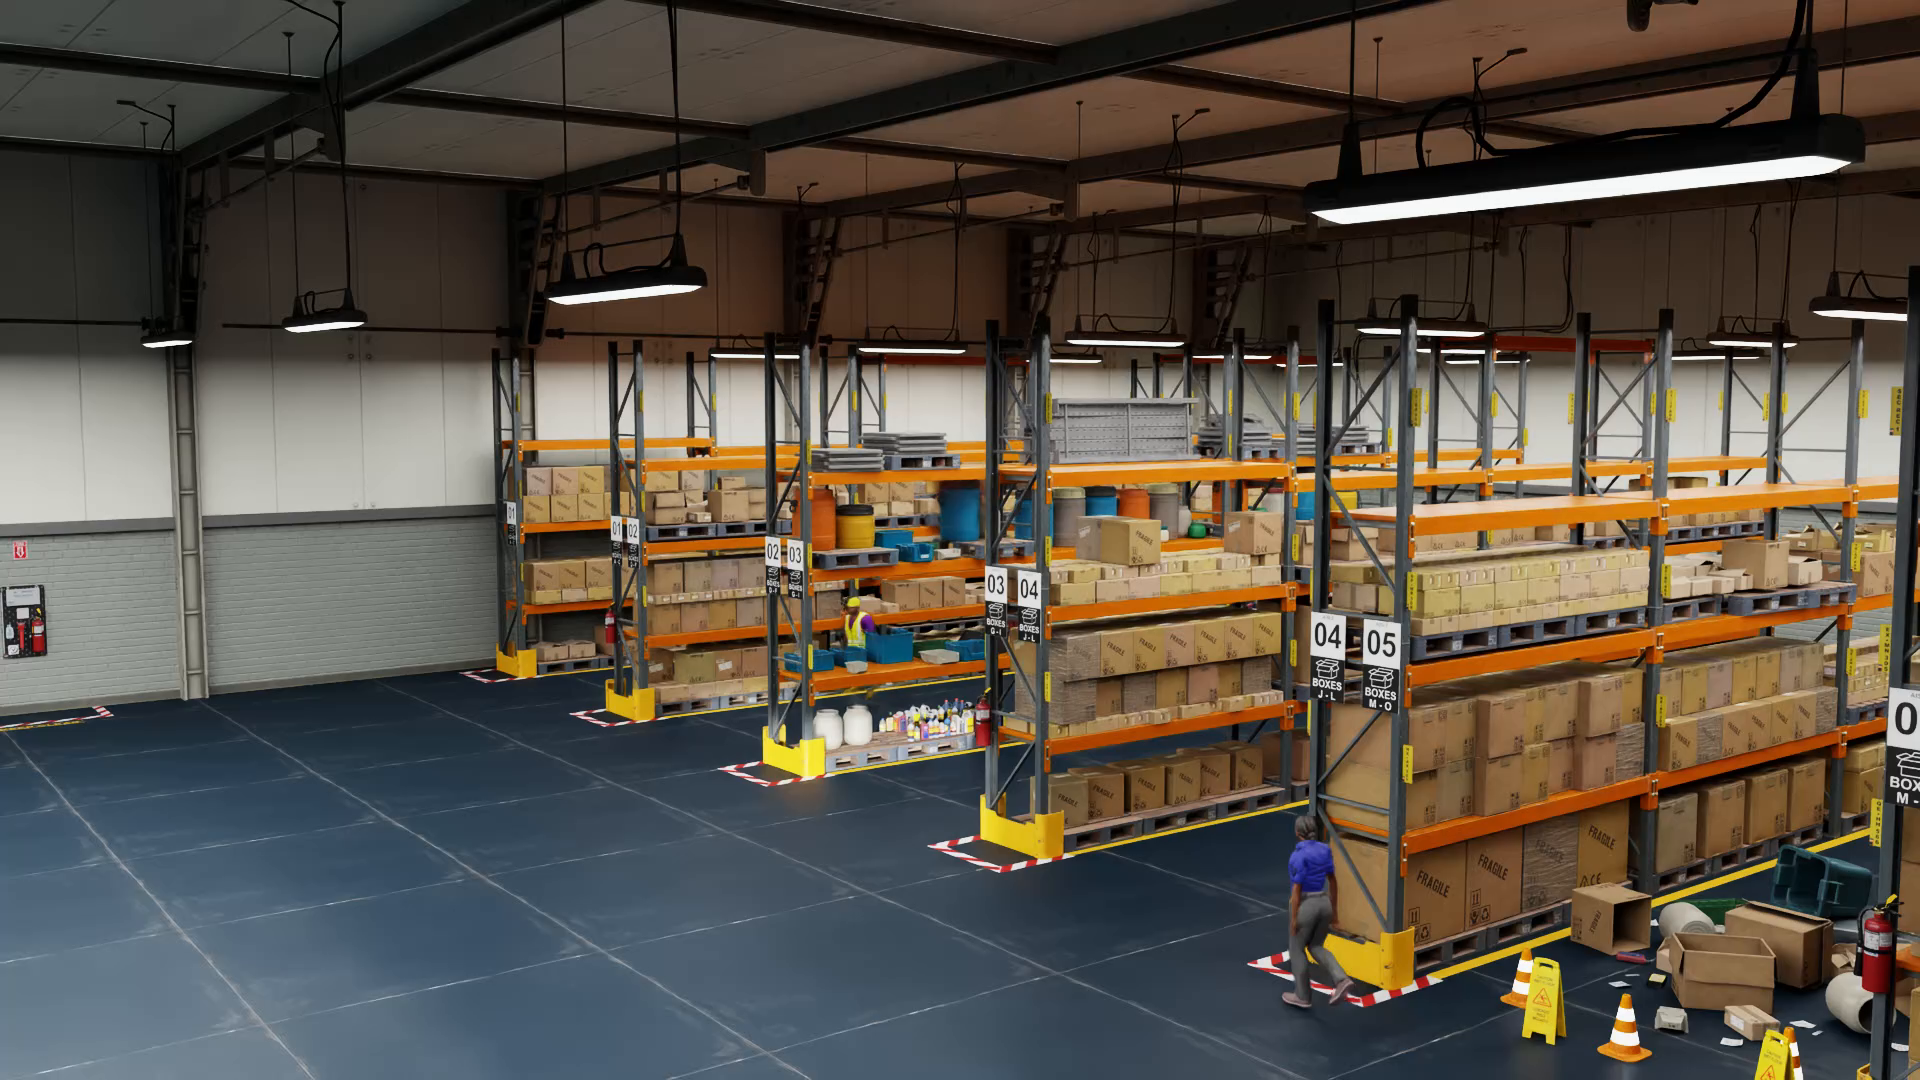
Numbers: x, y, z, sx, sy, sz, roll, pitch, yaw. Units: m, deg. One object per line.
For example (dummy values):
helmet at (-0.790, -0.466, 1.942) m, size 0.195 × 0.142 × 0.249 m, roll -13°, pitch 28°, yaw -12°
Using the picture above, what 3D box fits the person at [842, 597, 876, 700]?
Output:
person at (-1.652, 1.786, 27.226) m, size 0.670 × 1.733 × 0.699 m, roll 4°, pitch 6°, yaw 39°

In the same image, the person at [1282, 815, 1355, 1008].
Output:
person at (2.985, 3.121, 13.891) m, size 0.455 × 1.621 × 0.627 m, roll -4°, pitch 6°, yaw -35°
